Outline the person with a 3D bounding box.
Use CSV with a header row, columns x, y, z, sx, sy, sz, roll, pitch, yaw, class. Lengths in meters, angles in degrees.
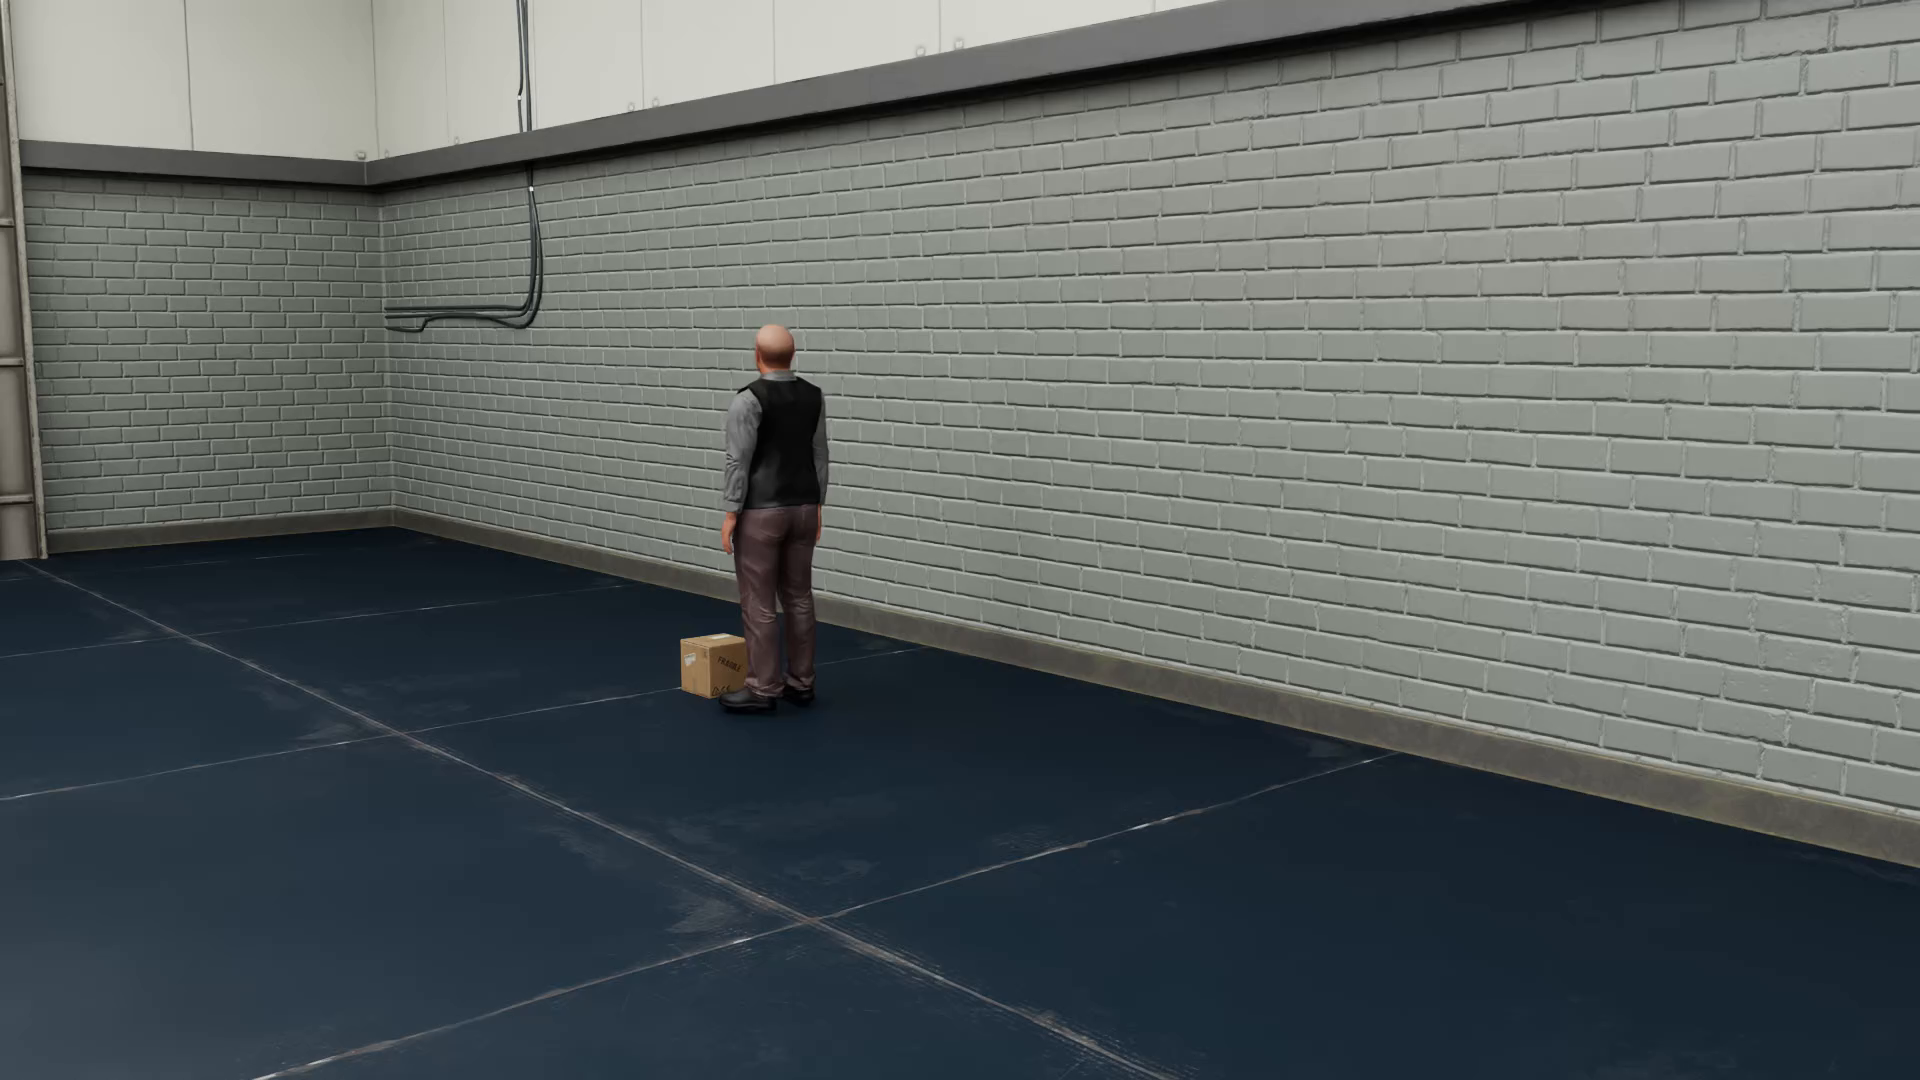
x,y,z,sx,sy,sz,roll,pitch,yaw,class
-0.854,-0.106,7.502,0.378,1.726,0.548,7,10,44,person
